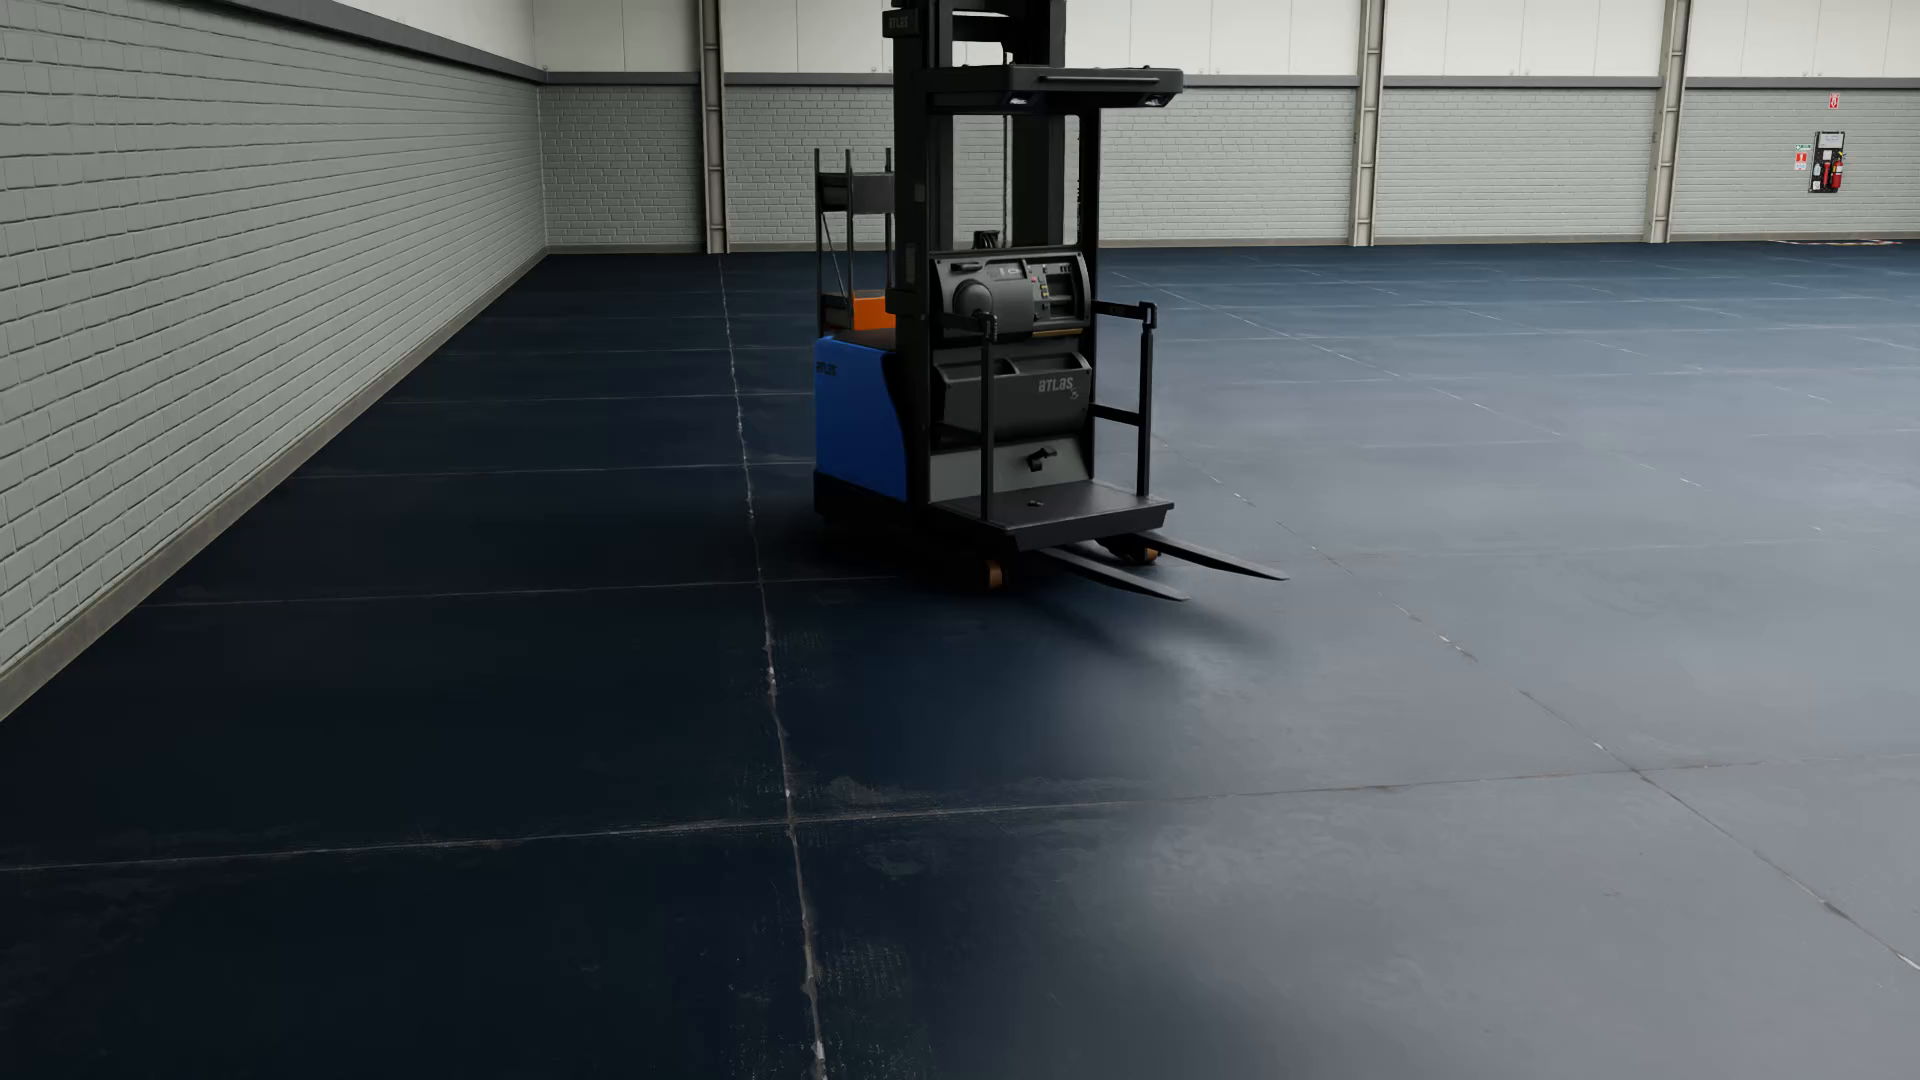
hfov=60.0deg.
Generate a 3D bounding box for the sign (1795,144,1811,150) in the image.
[{"bbox_3d":[16.419,-7.646,32.381,0.331,0.109,0.001,-2,14,-8],"label":"sign"}]

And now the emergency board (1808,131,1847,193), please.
[{"bbox_3d":[16.975,-7.369,32.439,0.643,1.169,0.194,-2,14,-8],"label":"emergency board"}]

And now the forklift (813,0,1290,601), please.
[{"bbox_3d":[0.395,-1.294,8.357,1.130,2.935,3.031,-9,17,-33],"label":"forklift"}]

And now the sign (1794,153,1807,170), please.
[{"bbox_3d":[16.413,-7.391,32.454,0.234,0.329,0.001,-2,14,-8],"label":"sign"}]

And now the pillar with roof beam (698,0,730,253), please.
[{"bbox_3d":[-3.667,-8.454,24.433,0.400,9.000,9.100,-2,14,-8],"label":"pillar with roof beam"}]

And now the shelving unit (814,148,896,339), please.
[{"bbox_3d":[-0.529,-1.256,9.913,0.503,2.100,0.431,-9,17,-33],"label":"shelving unit"}]

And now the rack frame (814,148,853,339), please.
[{"bbox_3d":[-0.732,-1.223,9.782,0.015,2.100,0.400,-9,17,-33],"label":"rack frame"}]

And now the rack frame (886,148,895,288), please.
[{"bbox_3d":[-0.326,-1.289,10.045,0.015,2.100,0.400,-9,17,-33],"label":"rack frame"}]

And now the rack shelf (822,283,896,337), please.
[{"bbox_3d":[-0.529,-1.243,9.917,0.480,0.518,0.431,-9,17,-33],"label":"rack shelf"}]

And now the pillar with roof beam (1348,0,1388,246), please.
[{"bbox_3d":[8.200,-8.889,26.167,0.400,9.000,9.100,-2,14,-8],"label":"pillar with roof beam"}]

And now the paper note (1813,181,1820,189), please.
[{"bbox_3d":[16.790,-6.952,32.587,0.142,0.148,0.016,-2,14,-8],"label":"paper note"}]

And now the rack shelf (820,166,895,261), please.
[{"bbox_3d":[-0.529,-1.922,9.746,0.480,0.518,0.431,-9,17,-33],"label":"rack shelf"}]

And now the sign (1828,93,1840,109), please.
[{"bbox_3d":[16.952,-8.517,32.251,0.199,0.298,0.001,-2,14,-8],"label":"sign"}]

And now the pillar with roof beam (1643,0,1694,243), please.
[{"bbox_3d":[14.133,-9.106,27.034,0.400,9.000,9.100,-2,14,-8],"label":"pillar with roof beam"}]
